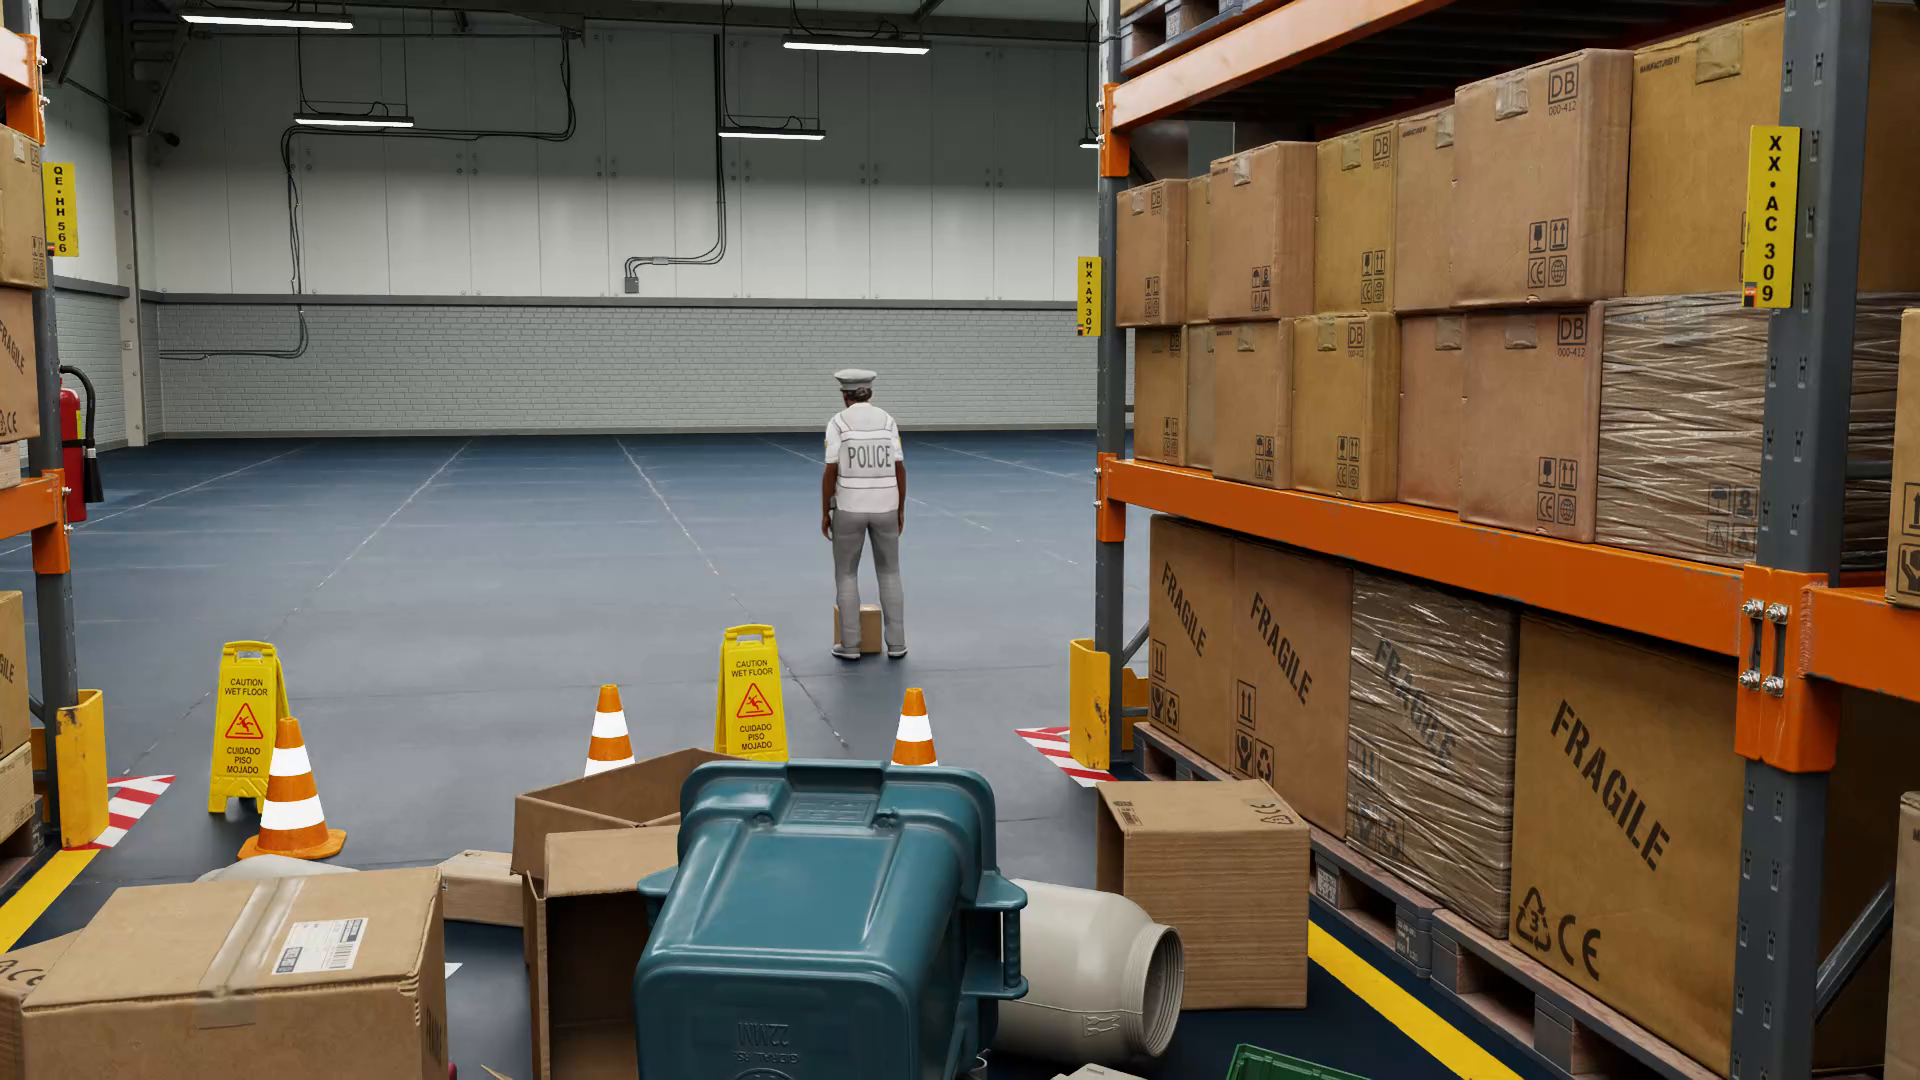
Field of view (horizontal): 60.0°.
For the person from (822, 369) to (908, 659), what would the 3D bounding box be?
[{"bbox_3d":[-0.540,-0.150,9.556,0.530,1.660,0.398,-2,7,-17],"label":"person"}]
